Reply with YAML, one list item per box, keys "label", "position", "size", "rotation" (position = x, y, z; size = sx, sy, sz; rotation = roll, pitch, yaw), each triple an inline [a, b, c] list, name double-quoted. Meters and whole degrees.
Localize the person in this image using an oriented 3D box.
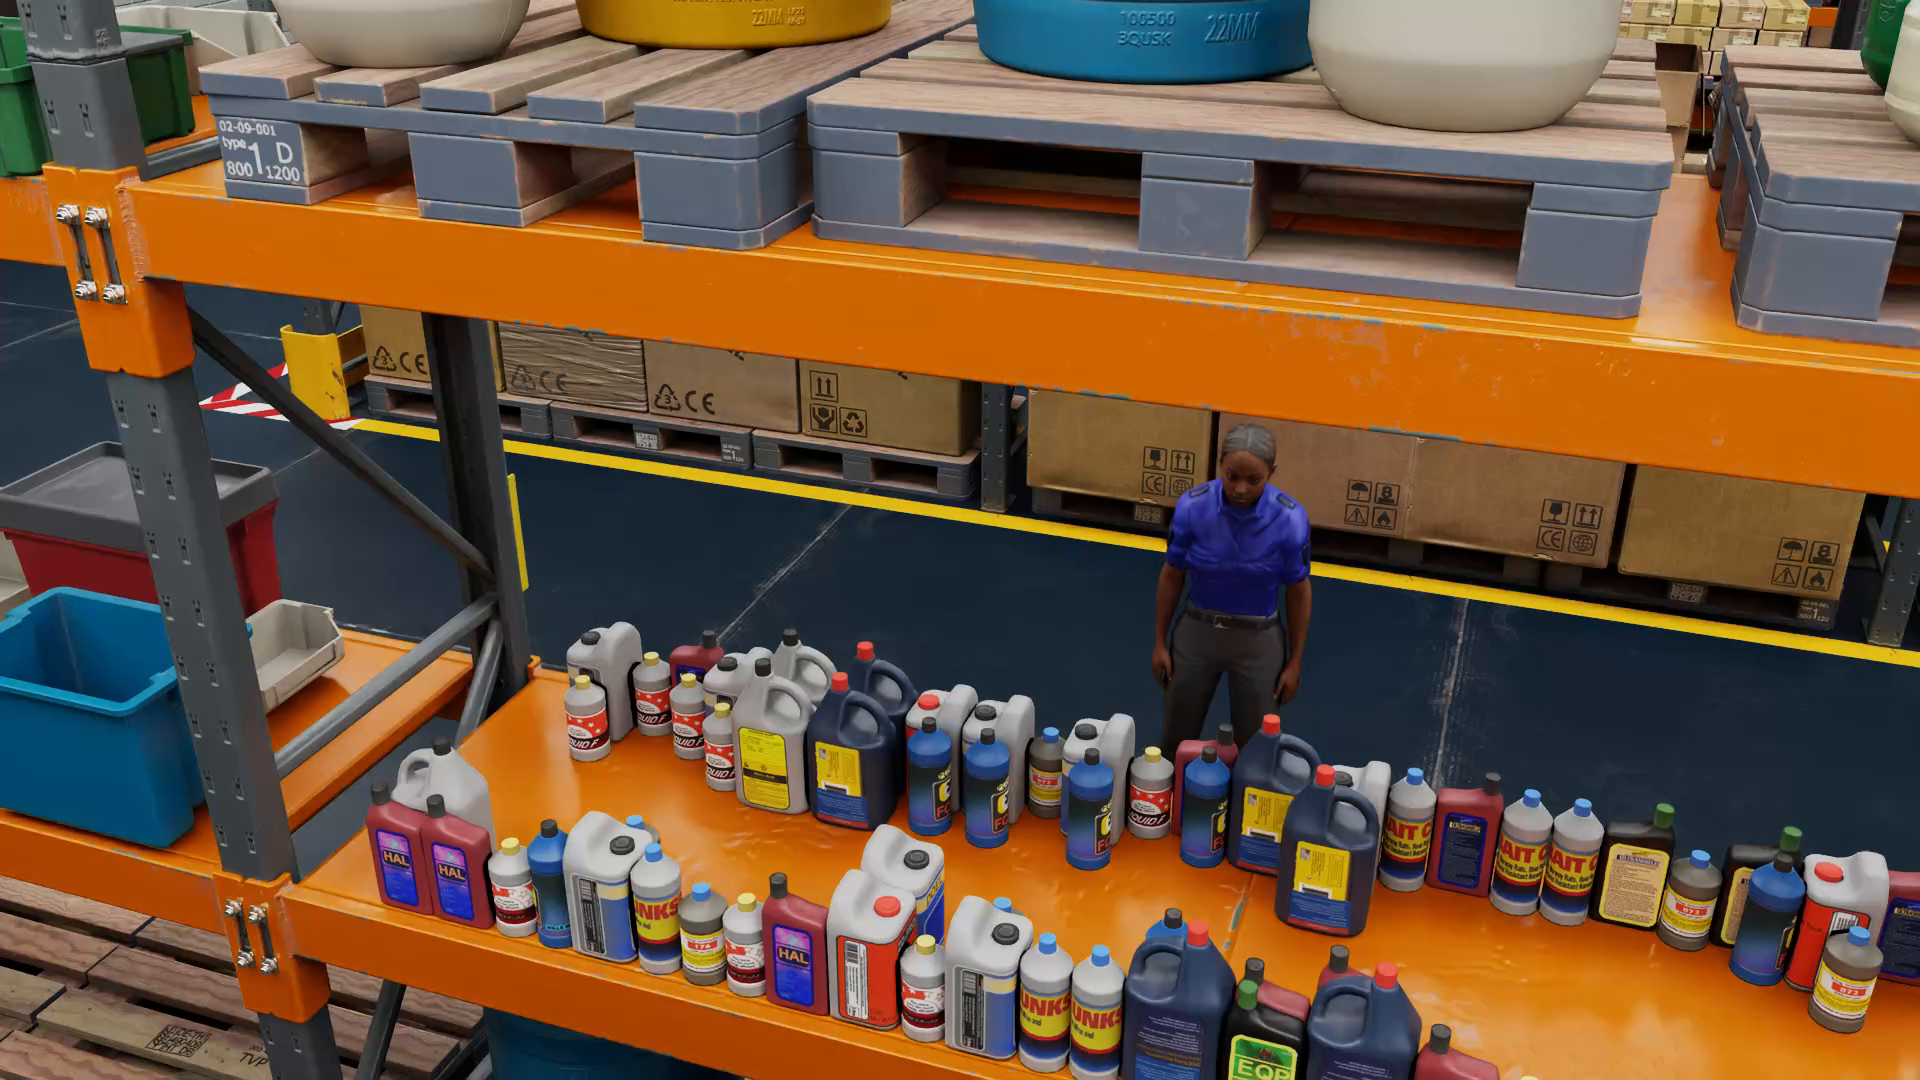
- label: "person"
  position: [0.852, 0.375, 5.363]
  size: [0.512, 1.639, 0.347]
  rotation: [8, 27, 15]
